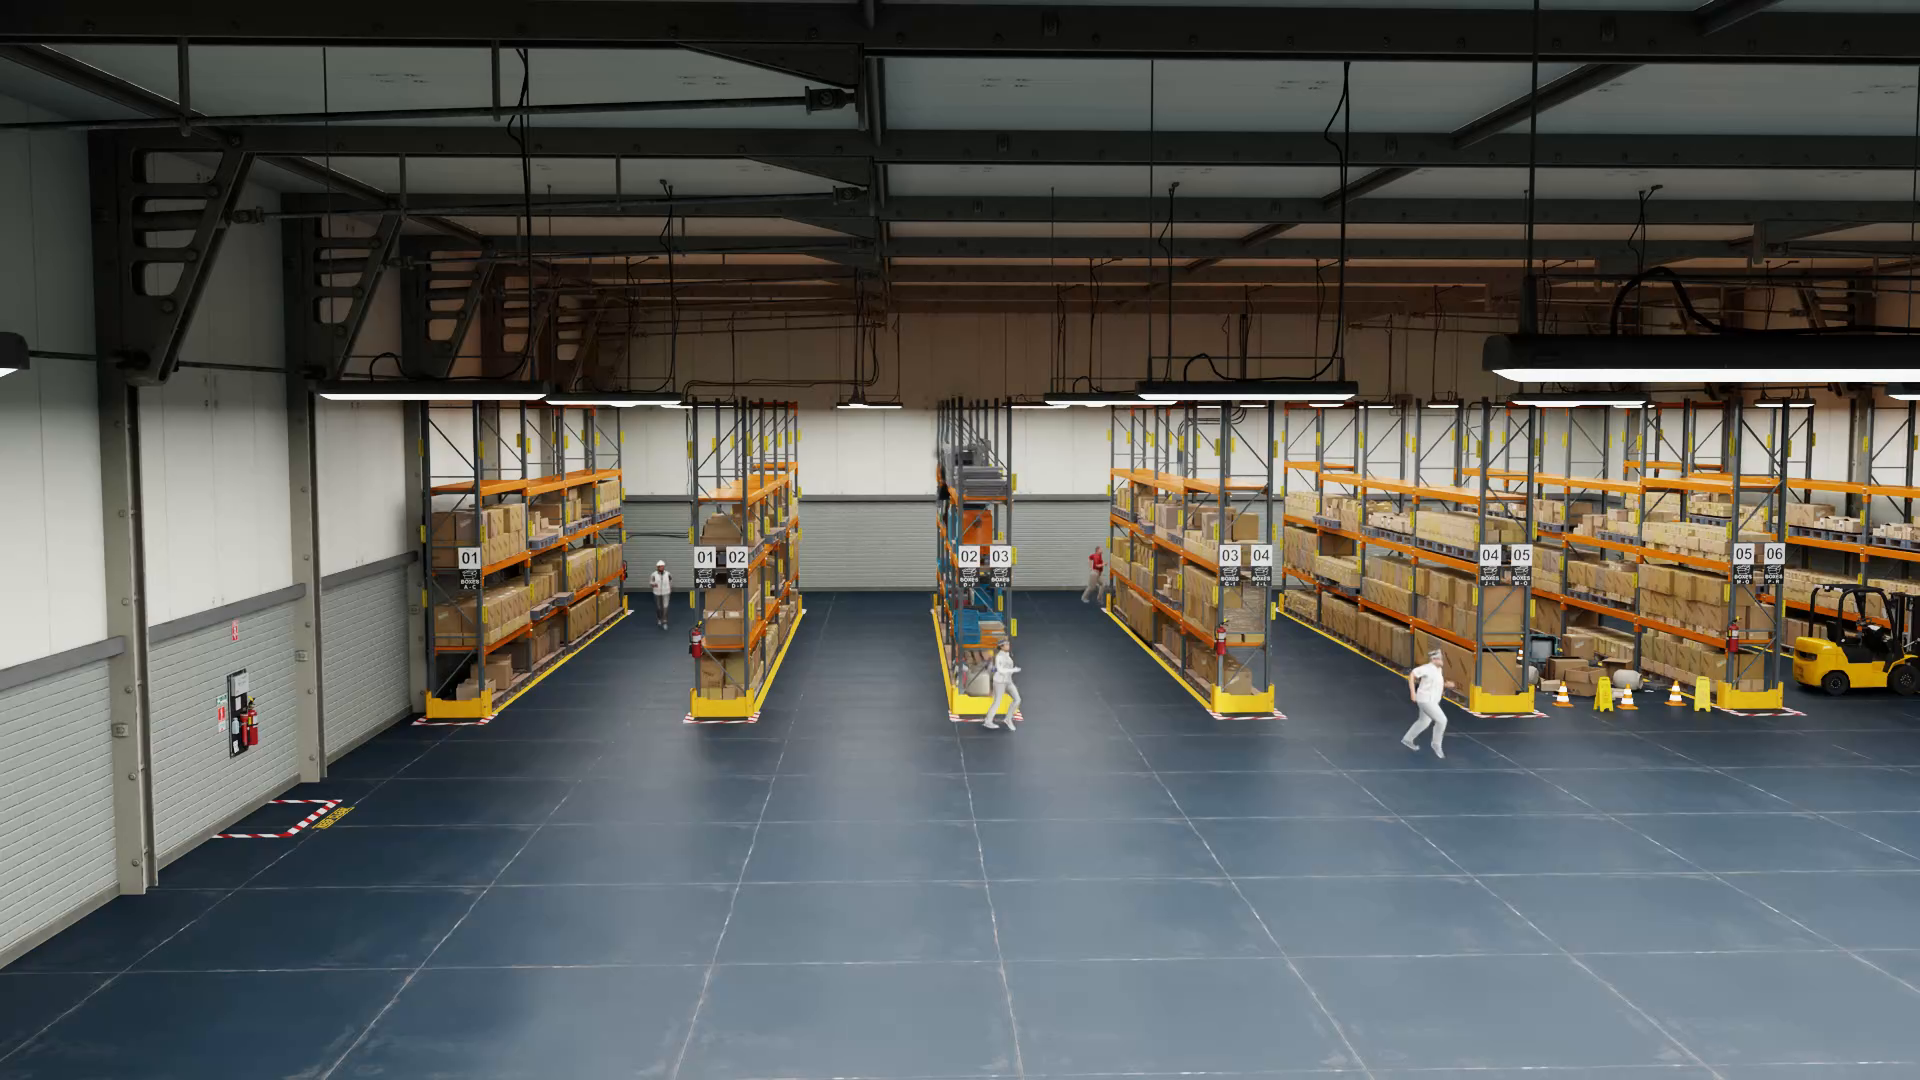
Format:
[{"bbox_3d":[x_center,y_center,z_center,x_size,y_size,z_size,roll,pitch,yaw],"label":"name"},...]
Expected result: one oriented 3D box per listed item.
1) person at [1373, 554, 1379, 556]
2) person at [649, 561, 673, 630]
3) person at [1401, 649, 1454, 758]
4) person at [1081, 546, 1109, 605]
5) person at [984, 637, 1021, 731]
[{"bbox_3d":[11.531,1.283,46.229,0.650,1.797,1.098,0,4,-2],"label":"person"},{"bbox_3d":[-7.900,1.436,43.955,0.610,1.805,0.889,-1,4,-7],"label":"person"},{"bbox_3d":[7.790,2.713,27.726,0.875,1.828,0.686,3,5,36],"label":"person"},{"bbox_3d":[3.998,1.086,49.186,0.853,1.809,0.629,1,5,14],"label":"person"},{"bbox_3d":[0.795,2.576,29.831,0.711,1.706,0.611,2,5,28],"label":"person"}]
